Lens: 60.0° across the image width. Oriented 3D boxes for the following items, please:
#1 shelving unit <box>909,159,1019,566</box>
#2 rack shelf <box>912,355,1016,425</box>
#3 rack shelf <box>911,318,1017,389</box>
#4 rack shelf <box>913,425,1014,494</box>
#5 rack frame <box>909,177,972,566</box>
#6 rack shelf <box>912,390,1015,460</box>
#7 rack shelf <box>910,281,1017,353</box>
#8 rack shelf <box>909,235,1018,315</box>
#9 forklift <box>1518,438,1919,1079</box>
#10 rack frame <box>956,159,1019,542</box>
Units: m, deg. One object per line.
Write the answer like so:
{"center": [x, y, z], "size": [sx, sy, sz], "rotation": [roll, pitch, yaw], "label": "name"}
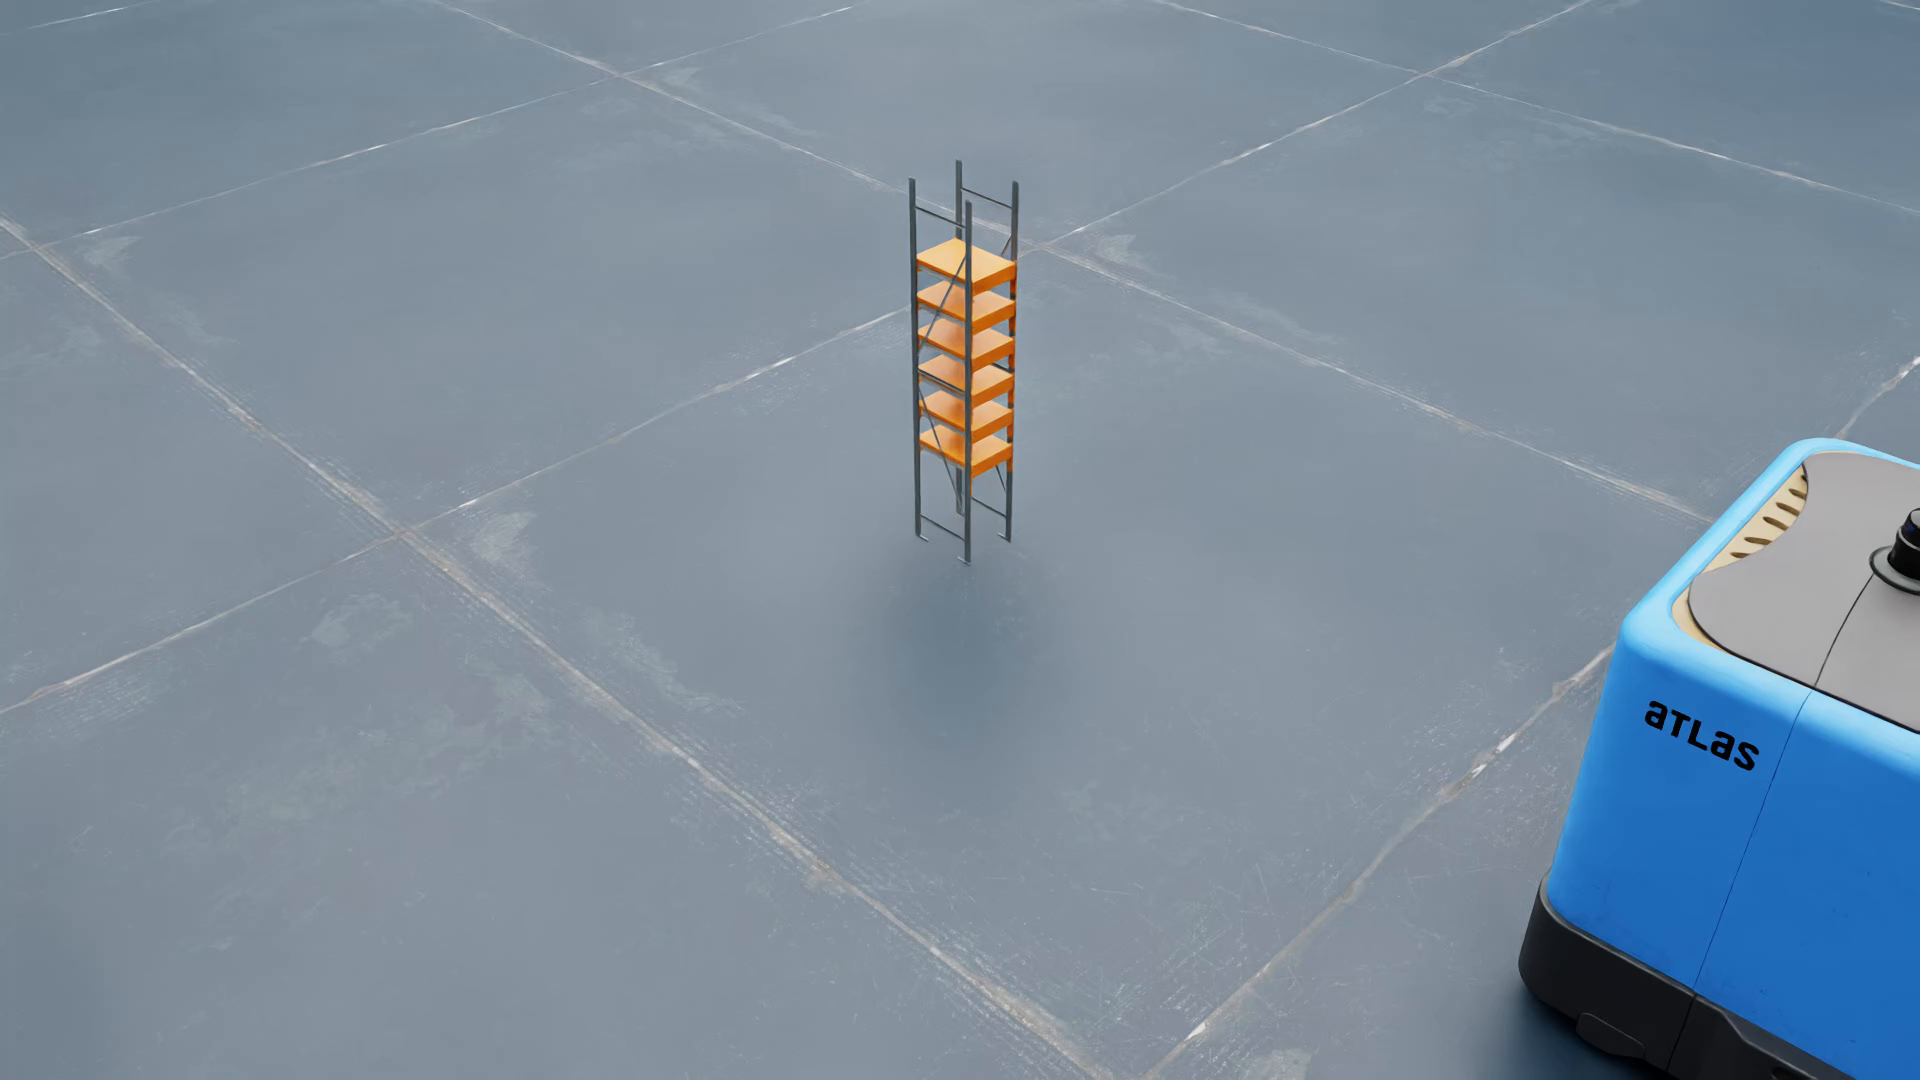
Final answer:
{"center": [0.010, -0.498, 4.915], "size": [0.258, 1.200, 0.189], "rotation": [30, 45, 35], "label": "shelving unit"}
{"center": [0.010, -0.462, 4.941], "size": [0.258, 0.103, 0.180], "rotation": [30, 45, 35], "label": "rack shelf"}
{"center": [0.010, -0.560, 4.872], "size": [0.258, 0.103, 0.180], "rotation": [30, 45, 35], "label": "rack shelf"}
{"center": [0.010, -0.265, 5.078], "size": [0.258, 0.103, 0.180], "rotation": [30, 45, 35], "label": "rack shelf"}
{"center": [-0.054, -0.461, 4.862], "size": [0.240, 1.200, 0.006], "rotation": [30, 45, 35], "label": "rack frame"}
{"center": [0.010, -0.363, 5.009], "size": [0.258, 0.103, 0.180], "rotation": [30, 45, 35], "label": "rack shelf"}
{"center": [0.010, -0.658, 4.803], "size": [0.258, 0.103, 0.180], "rotation": [30, 45, 35], "label": "rack shelf"}
{"center": [0.010, -0.757, 4.735], "size": [0.258, 0.103, 0.180], "rotation": [30, 45, 35], "label": "rack shelf"}
{"center": [2.683, 0.197, 2.406], "size": [3.031, 2.935, 1.130], "rotation": [28, 43, 34], "label": "forklift"}
{"center": [0.075, -0.535, 4.968], "size": [0.240, 1.200, 0.006], "rotation": [30, 45, 35], "label": "rack frame"}
